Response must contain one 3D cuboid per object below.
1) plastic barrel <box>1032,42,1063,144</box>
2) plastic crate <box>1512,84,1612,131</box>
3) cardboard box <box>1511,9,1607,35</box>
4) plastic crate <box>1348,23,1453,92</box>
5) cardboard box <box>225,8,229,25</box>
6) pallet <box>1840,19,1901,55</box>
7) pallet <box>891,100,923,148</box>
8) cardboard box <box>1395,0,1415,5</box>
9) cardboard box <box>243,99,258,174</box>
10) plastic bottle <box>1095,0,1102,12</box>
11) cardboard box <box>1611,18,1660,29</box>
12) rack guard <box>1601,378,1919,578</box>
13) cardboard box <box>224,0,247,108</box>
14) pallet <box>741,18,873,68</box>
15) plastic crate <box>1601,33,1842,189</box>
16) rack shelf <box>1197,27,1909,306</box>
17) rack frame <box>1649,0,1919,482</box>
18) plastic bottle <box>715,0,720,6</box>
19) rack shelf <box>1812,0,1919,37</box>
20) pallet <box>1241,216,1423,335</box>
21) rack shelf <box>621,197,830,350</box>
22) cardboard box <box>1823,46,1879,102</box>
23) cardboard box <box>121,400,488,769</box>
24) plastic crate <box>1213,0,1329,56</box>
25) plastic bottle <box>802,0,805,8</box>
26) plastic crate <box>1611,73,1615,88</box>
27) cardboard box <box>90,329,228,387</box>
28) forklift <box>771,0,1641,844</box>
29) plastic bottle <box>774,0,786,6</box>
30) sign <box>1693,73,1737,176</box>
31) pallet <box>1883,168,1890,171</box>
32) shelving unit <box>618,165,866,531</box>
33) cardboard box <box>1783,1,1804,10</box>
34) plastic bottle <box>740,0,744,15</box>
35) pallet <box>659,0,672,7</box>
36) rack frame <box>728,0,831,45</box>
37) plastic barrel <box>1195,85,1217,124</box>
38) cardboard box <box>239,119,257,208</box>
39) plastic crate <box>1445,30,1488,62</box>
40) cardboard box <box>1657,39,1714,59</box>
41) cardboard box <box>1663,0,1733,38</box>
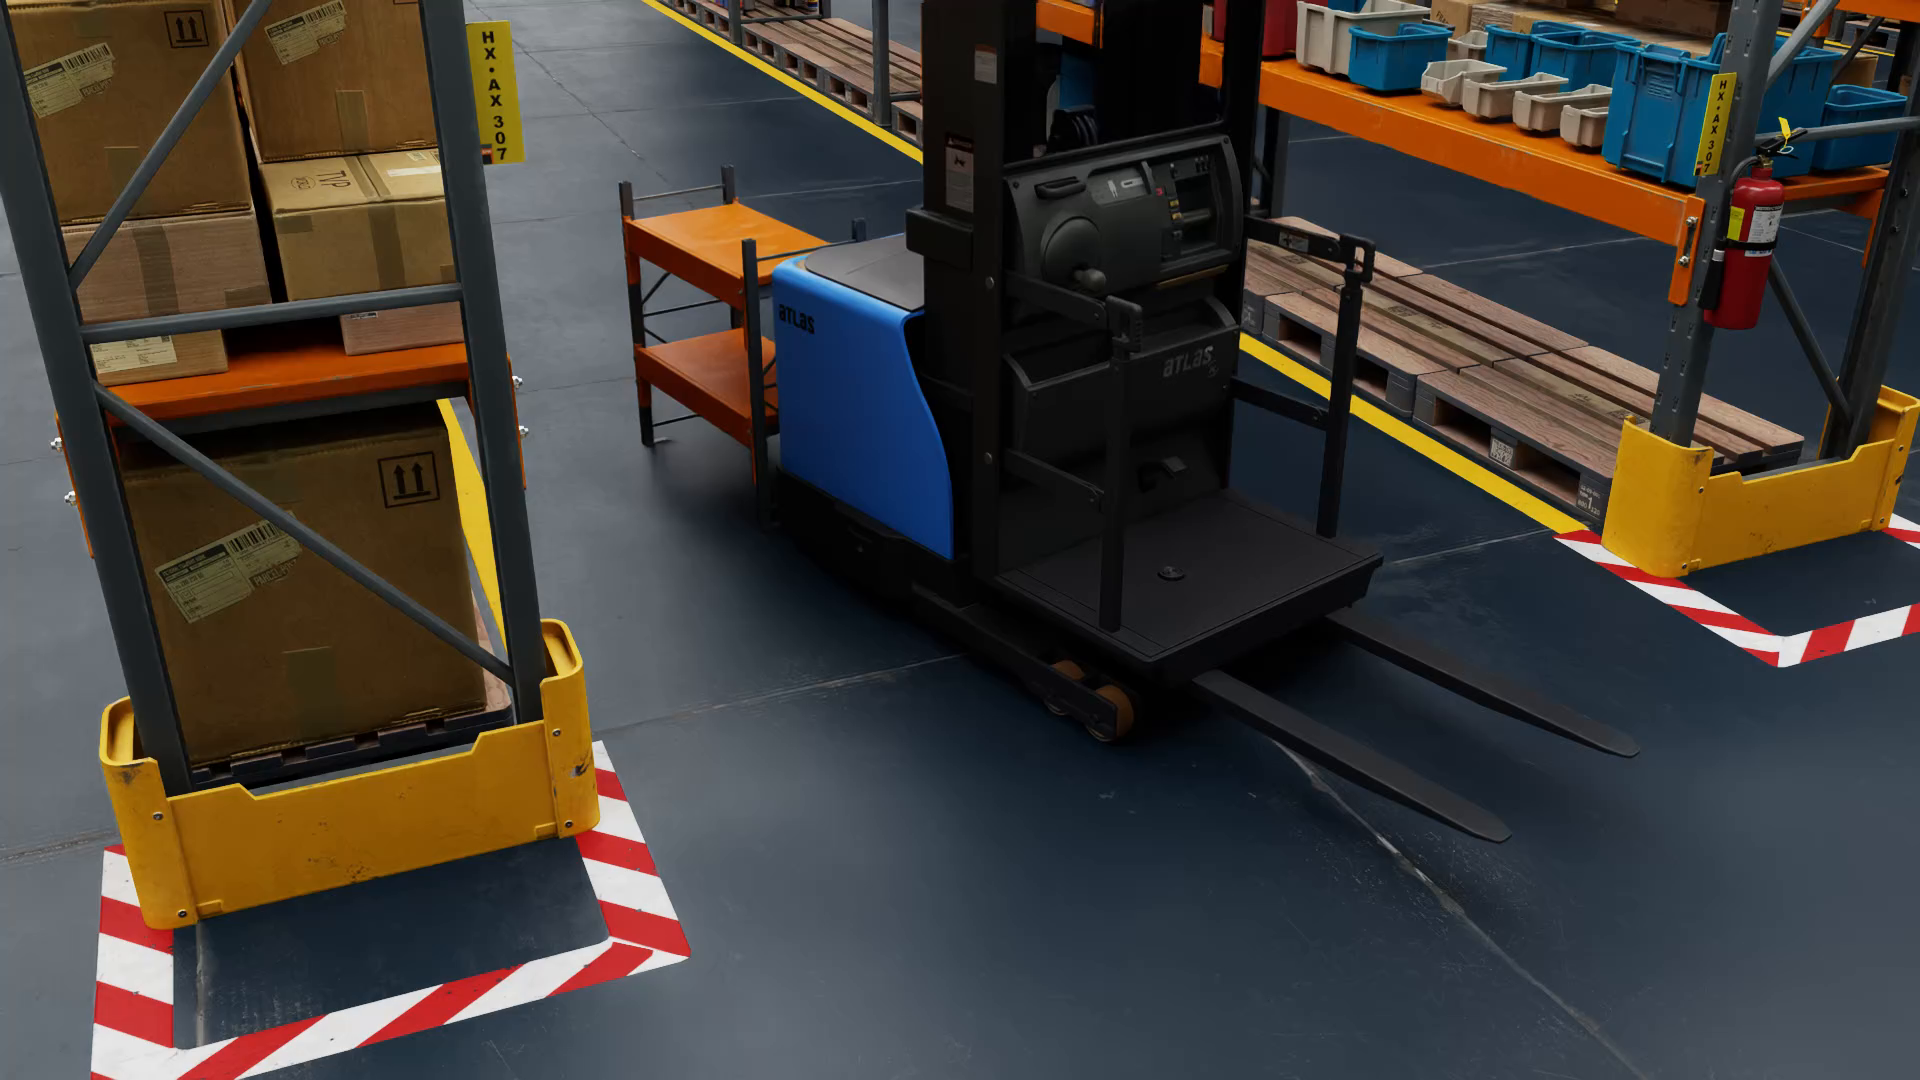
[{"bbox_3d":[0.474,-3.062,11.373,0.600,0.588,0.708,-11,28,-21],"label":"plastic barrel"},{"bbox_3d":[2.371,-1.704,6.554,0.396,0.136,0.243,-11,28,-21],"label":"plastic crate"},{"bbox_3d":[4.701,-3.885,13.136,0.500,0.500,0.500,-11,28,-21],"label":"cardboard box"},{"bbox_3d":[1.917,-2.115,7.285,0.416,0.233,0.300,-11,28,-21],"label":"plastic crate"},{"bbox_3d":[-2.752,-2.075,6.913,0.500,0.250,0.500,-11,28,-22],"label":"cardboard box"},{"bbox_3d":[9.180,-4.726,15.689,1.003,0.211,1.213,-11,28,-21],"label":"pallet"},{"bbox_3d":[0.171,-3.044,12.243,1.003,0.211,1.213,-11,28,-21],"label":"pallet"},{"bbox_3d":[3.952,-4.832,14.743,0.500,0.311,0.500,-10,28,-19],"label":"cardboard box"},{"bbox_3d":[-1.943,-1.246,5.215,0.500,0.250,0.500,-12,28,-22],"label":"cardboard box"},{"bbox_3d":[0.806,-3.130,9.374,0.061,0.283,0.133,-11,28,-21],"label":"plastic bottle"},{"bbox_3d":[5.379,-3.775,12.910,0.500,0.500,0.500,-12,28,-23],"label":"cardboard box"},{"bbox_3d":[2.979,-0.248,6.187,1.175,0.500,0.348,-11,28,-21],"label":"rack guard"},{"bbox_3d":[-1.944,-1.581,5.046,0.500,0.500,0.500,-11,28,-22],"label":"cardboard box"},{"bbox_3d":[-1.399,-4.659,15.552,1.003,0.211,1.213,-11,28,-21],"label":"pallet"},{"bbox_3d":[2.654,-1.524,5.844,0.616,0.435,0.499,-11,28,-21],"label":"plastic crate"},{"bbox_3d":[2.174,-1.862,7.466,1.077,0.370,4.000,-11,28,-21],"label":"rack shelf"},{"bbox_3d":[2.957,-1.378,5.654,1.000,3.000,0.127,-11,28,-21],"label":"rack frame"},{"bbox_3d":[-2.437,-5.546,16.785,0.061,0.283,0.133,-9,27,-17],"label":"plastic bottle"},{"bbox_3d":[6.733,-2.712,9.206,1.077,0.370,4.000,-11,28,-21],"label":"rack shelf"},{"bbox_3d":[1.715,-1.450,8.979,1.003,0.211,1.213,-11,28,-21],"label":"pallet"},{"bbox_3d":[-0.850,-1.055,6.461,0.538,0.278,1.000,-17,31,-31],"label":"rack shelf"},{"bbox_3d":[5.985,-3.154,11.639,0.500,0.500,0.500,-12,28,-23],"label":"cardboard box"},{"bbox_3d":[-1.924,-0.006,4.786,0.875,0.875,0.875,-11,28,-21],"label":"cardboard box"},{"bbox_3d":[1.510,-2.645,8.108,0.402,0.464,0.583,-11,28,-21],"label":"plastic crate"},{"bbox_3d":[-1.543,-5.449,16.679,0.097,0.201,0.097,0,26,0],"label":"plastic bottle"},{"bbox_3d":[2.848,-1.861,6.874,0.250,0.136,0.298,-11,28,-21],"label":"plastic crate"},{"bbox_3d":[-2.042,-0.502,4.145,0.380,0.149,0.250,-10,28,-20],"label":"cardboard box"},{"bbox_3d":[0.651,-0.960,4.876,1.130,2.935,3.031,-20,32,-35],"label":"forklift"},{"bbox_3d":[-1.809,-5.602,16.823,0.144,0.351,0.185,-11,28,-21],"label":"plastic bottle"},{"bbox_3d":[2.457,-1.351,5.411,0.100,0.325,0.005,-11,28,-21],"label":"sign"},{"bbox_3d":[6.218,-2.312,10.745,1.003,0.211,1.213,-11,28,-21],"label":"pallet"},{"bbox_3d":[-0.850,-0.792,6.589,0.538,1.125,1.048,-17,31,-31],"label":"shelving unit"},{"bbox_3d":[8.610,-5.666,16.784,0.700,0.500,0.500,-10,28,-20],"label":"cardboard box"},{"bbox_3d":[-2.171,-5.256,16.284,0.097,0.201,0.097,0,26,0],"label":"plastic bottle"},{"bbox_3d":[-2.922,-6.233,18.775,1.003,0.211,1.213,-11,28,-21],"label":"pallet"},{"bbox_3d":[-1.742,-6.223,15.576,1.000,3.000,0.127,-11,28,-21],"label":"rack frame"},{"bbox_3d":[1.193,-2.461,9.785,0.600,0.901,0.708,-11,28,-21],"label":"plastic barrel"},{"bbox_3d":[-2.432,-1.154,5.026,0.500,0.250,0.500,-12,28,-22],"label":"cardboard box"},{"bbox_3d":[2.349,-2.250,7.672,0.293,0.136,0.466,-11,28,-21],"label":"plastic crate"},{"bbox_3d":[5.307,-3.268,11.872,0.500,0.500,0.500,-10,28,-20],"label":"cardboard box"},{"bbox_3d":[5.593,-3.895,12.301,0.500,0.250,0.500,-11,28,-20],"label":"cardboard box"}]
